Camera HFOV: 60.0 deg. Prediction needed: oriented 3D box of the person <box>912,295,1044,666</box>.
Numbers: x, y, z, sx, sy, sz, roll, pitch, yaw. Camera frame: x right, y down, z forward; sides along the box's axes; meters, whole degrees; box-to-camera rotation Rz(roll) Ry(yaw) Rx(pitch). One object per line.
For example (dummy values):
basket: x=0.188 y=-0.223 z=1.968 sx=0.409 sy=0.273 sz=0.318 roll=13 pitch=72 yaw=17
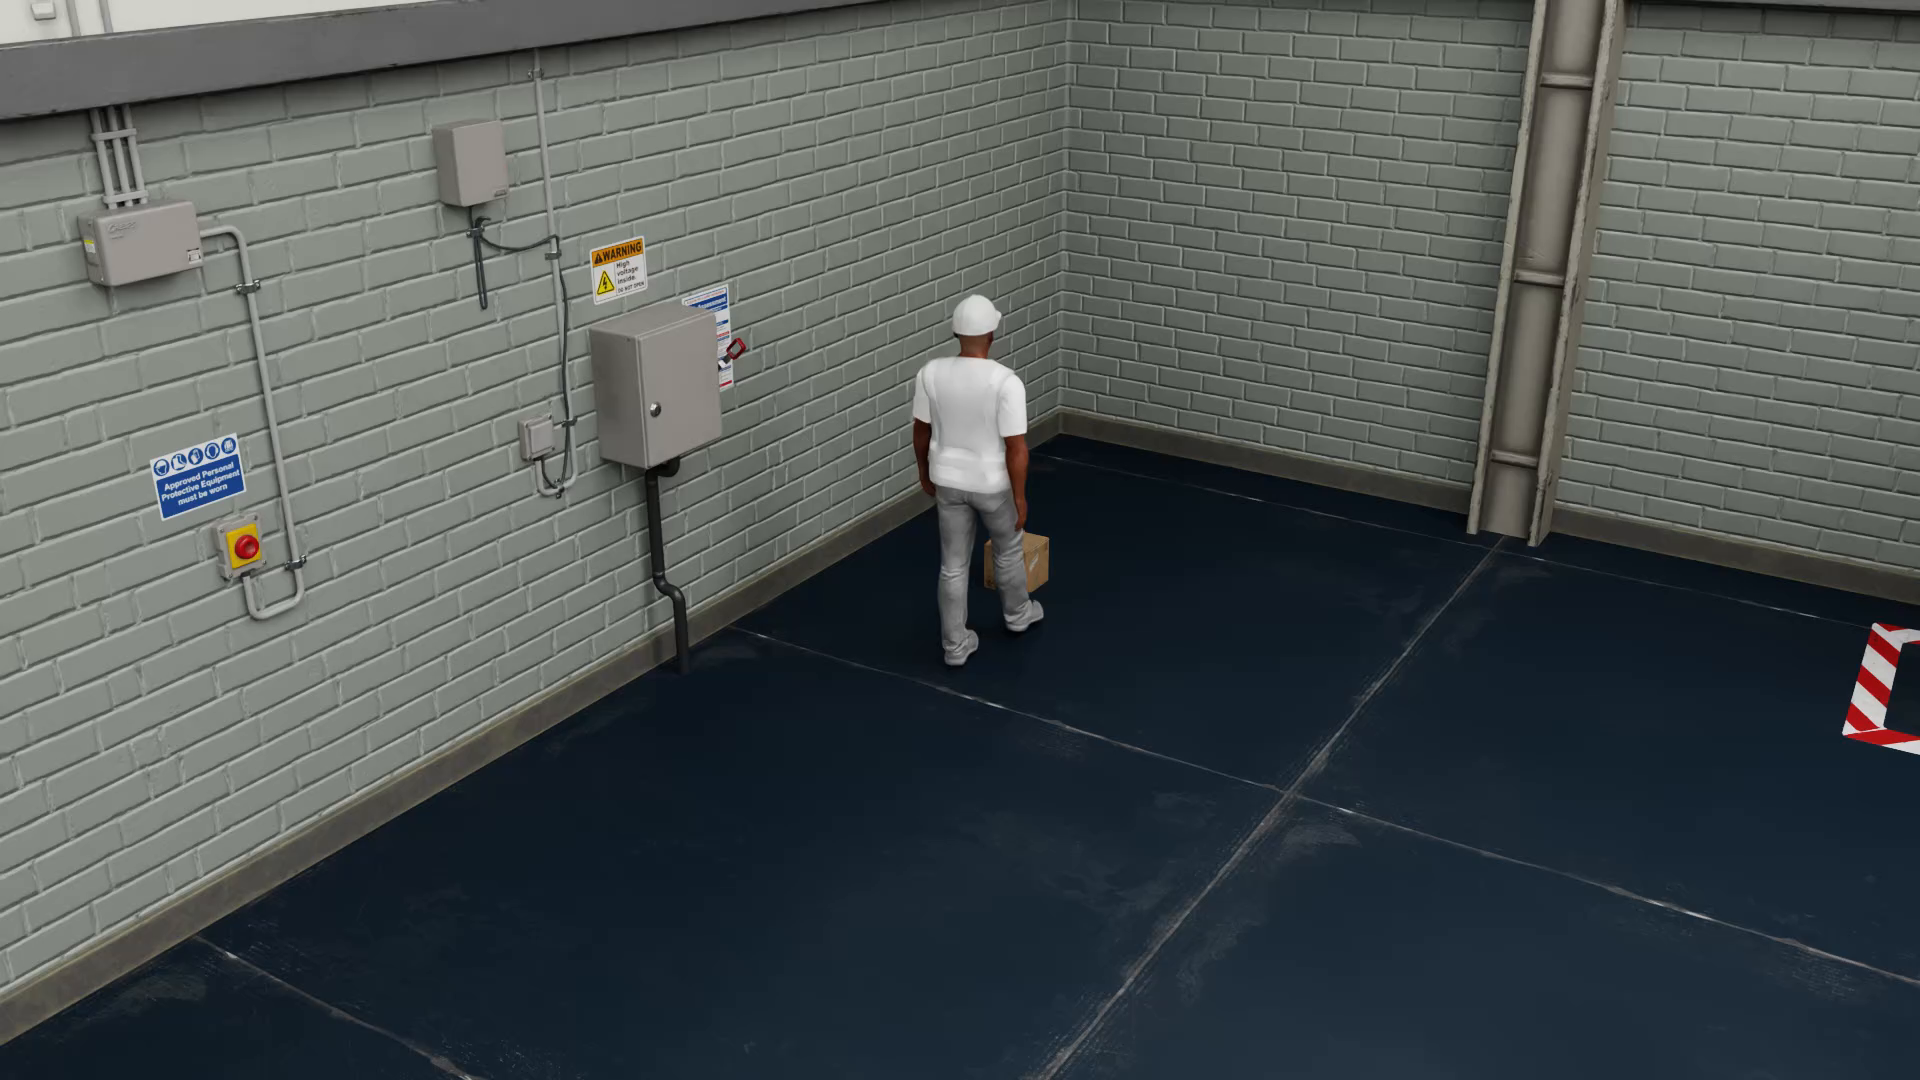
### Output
person: x=0.103 y=-0.333 z=7.823 sx=0.591 sy=1.750 sz=0.742 roll=8 pitch=24 yaw=18
